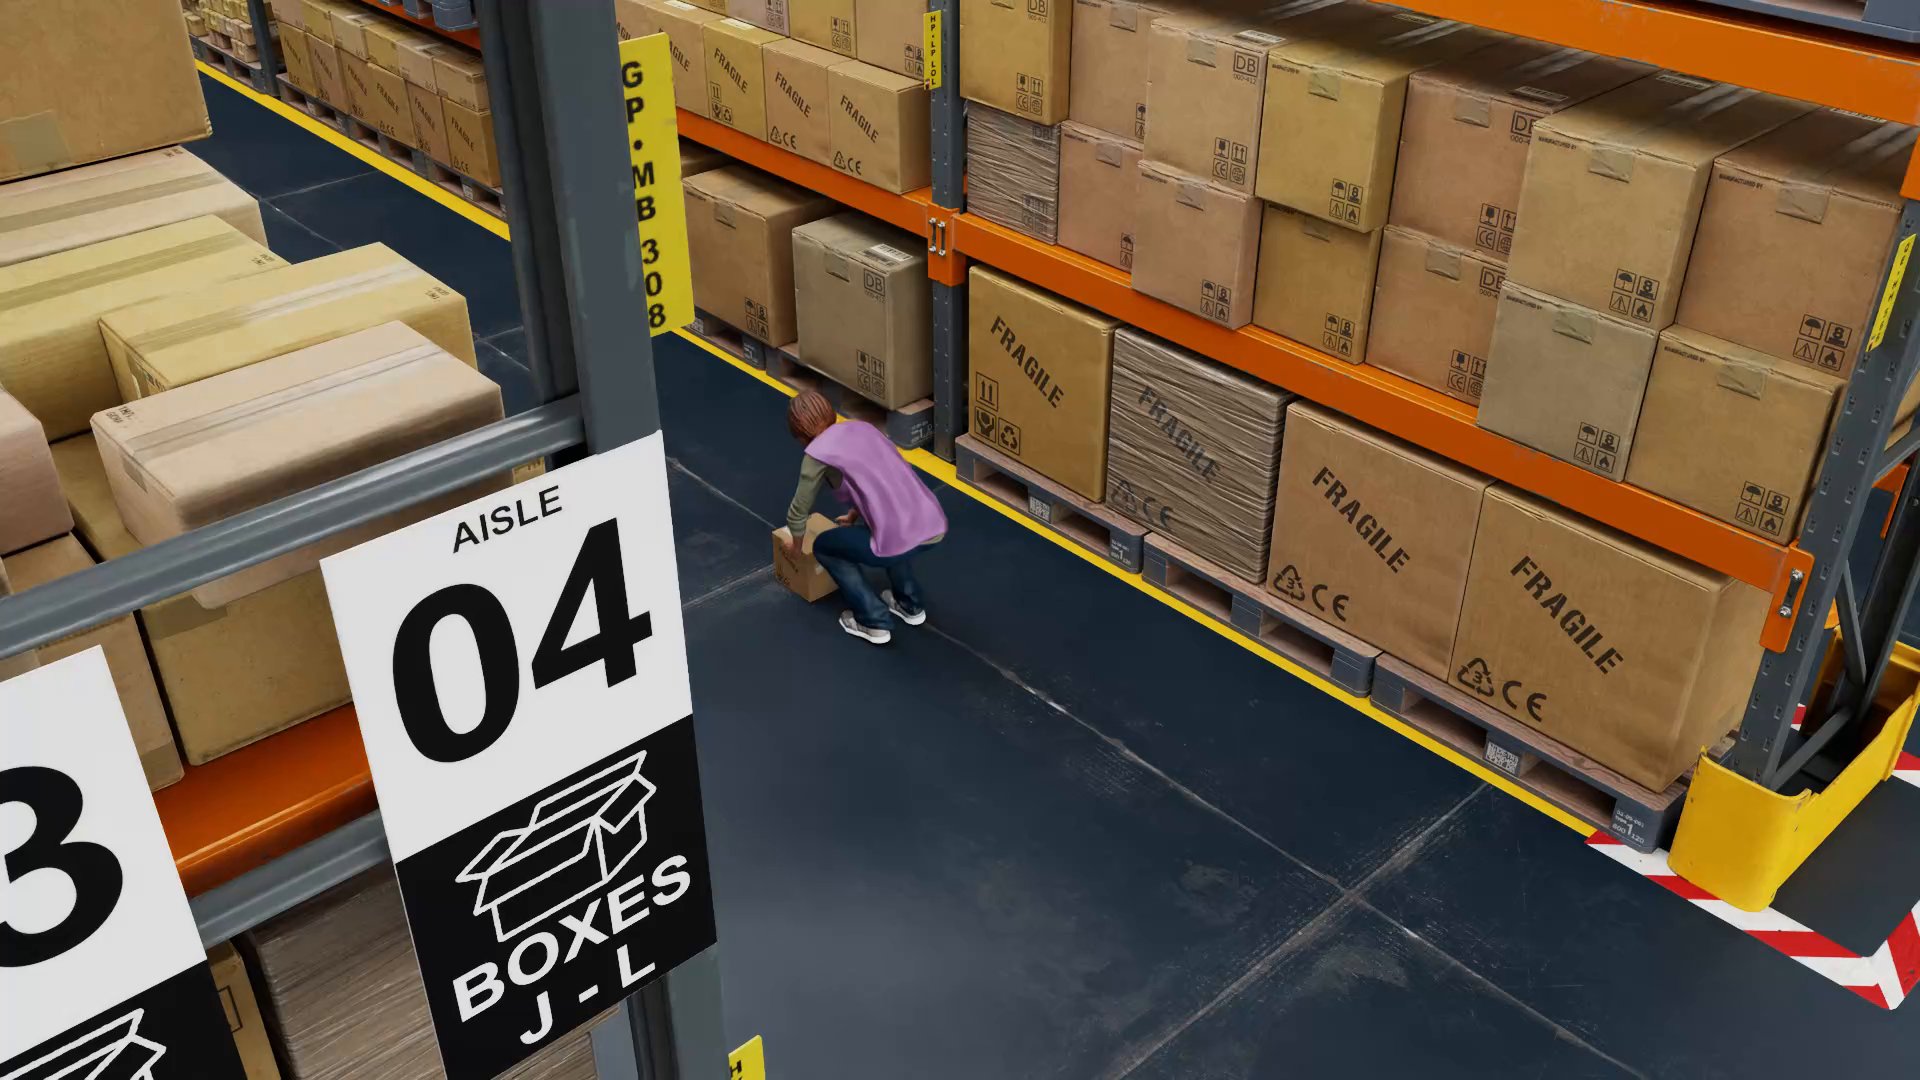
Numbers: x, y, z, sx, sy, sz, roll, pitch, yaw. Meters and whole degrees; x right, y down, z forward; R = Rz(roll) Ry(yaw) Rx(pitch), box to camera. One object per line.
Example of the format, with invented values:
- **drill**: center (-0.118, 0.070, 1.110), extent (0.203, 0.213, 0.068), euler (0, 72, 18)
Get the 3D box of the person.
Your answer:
- **person**: center (-0.404, -0.075, 6.862), extent (0.454, 0.963, 0.779), euler (-26, 41, -35)
